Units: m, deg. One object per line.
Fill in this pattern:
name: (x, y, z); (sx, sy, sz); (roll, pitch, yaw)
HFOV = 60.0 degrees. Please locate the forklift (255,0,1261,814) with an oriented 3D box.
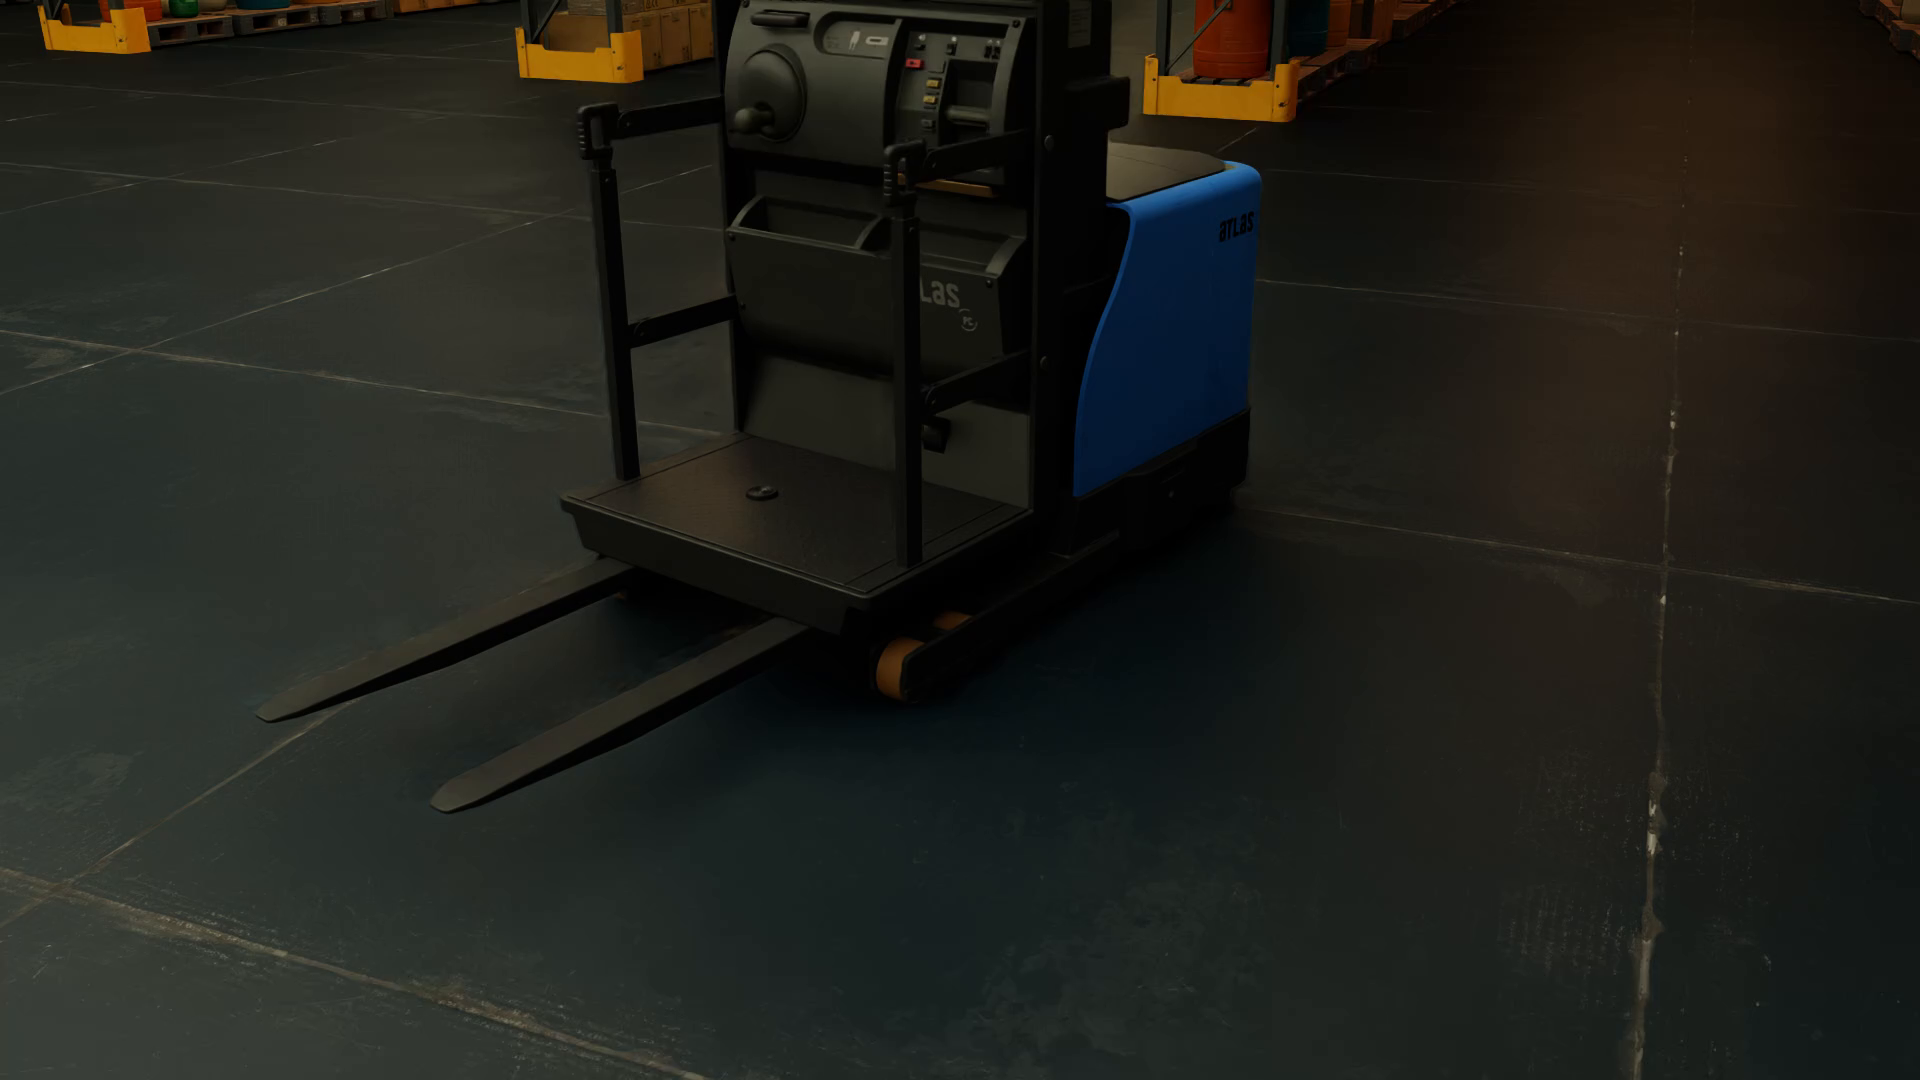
forklift: (-0.359, -1.159, 4.065); (1.130, 2.935, 3.031); (16, 28, 34)
